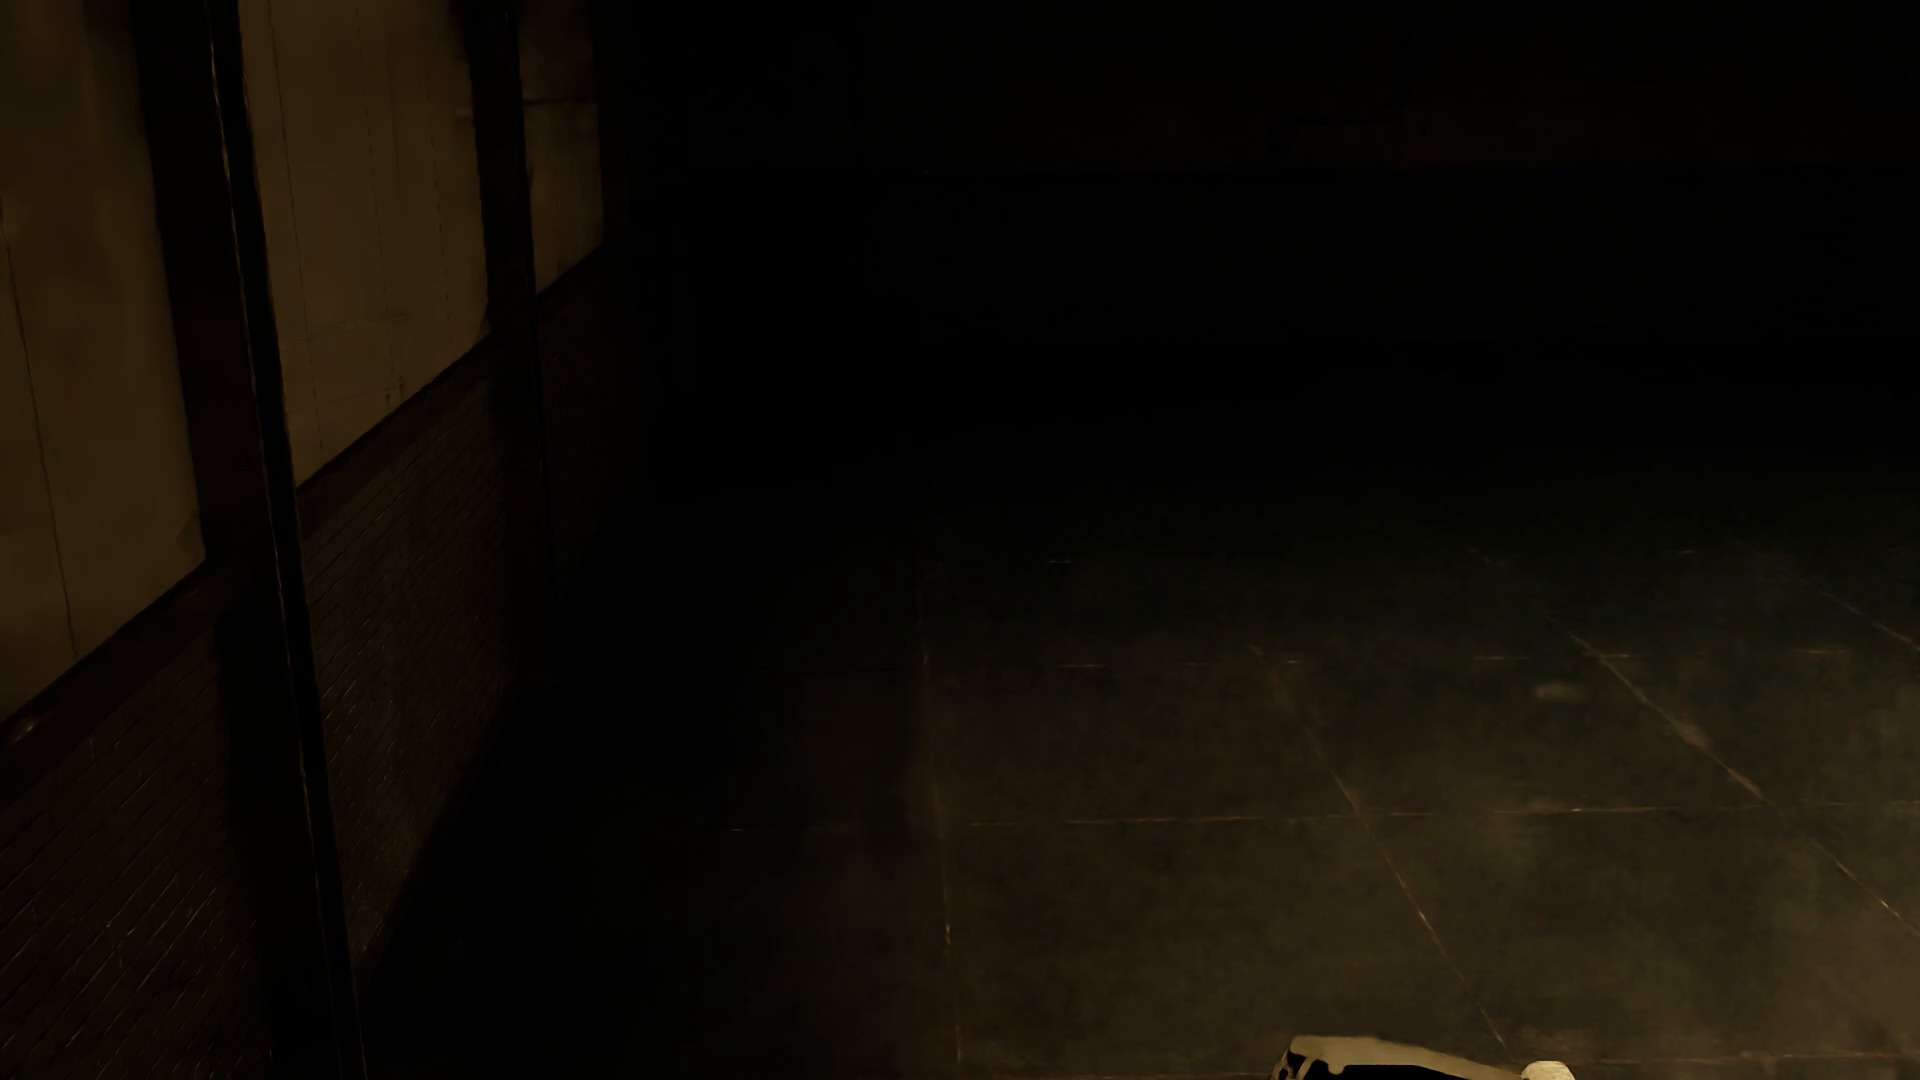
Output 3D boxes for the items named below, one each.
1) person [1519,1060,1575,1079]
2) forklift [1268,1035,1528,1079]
[{"bbox_3d":[0.111,-0.843,3.968,0.869,1.588,0.766,15,22,40],"label":"person"},{"bbox_3d":[-1.203,-0.708,1.222,1.130,2.935,3.031,9,19,26],"label":"forklift"}]
